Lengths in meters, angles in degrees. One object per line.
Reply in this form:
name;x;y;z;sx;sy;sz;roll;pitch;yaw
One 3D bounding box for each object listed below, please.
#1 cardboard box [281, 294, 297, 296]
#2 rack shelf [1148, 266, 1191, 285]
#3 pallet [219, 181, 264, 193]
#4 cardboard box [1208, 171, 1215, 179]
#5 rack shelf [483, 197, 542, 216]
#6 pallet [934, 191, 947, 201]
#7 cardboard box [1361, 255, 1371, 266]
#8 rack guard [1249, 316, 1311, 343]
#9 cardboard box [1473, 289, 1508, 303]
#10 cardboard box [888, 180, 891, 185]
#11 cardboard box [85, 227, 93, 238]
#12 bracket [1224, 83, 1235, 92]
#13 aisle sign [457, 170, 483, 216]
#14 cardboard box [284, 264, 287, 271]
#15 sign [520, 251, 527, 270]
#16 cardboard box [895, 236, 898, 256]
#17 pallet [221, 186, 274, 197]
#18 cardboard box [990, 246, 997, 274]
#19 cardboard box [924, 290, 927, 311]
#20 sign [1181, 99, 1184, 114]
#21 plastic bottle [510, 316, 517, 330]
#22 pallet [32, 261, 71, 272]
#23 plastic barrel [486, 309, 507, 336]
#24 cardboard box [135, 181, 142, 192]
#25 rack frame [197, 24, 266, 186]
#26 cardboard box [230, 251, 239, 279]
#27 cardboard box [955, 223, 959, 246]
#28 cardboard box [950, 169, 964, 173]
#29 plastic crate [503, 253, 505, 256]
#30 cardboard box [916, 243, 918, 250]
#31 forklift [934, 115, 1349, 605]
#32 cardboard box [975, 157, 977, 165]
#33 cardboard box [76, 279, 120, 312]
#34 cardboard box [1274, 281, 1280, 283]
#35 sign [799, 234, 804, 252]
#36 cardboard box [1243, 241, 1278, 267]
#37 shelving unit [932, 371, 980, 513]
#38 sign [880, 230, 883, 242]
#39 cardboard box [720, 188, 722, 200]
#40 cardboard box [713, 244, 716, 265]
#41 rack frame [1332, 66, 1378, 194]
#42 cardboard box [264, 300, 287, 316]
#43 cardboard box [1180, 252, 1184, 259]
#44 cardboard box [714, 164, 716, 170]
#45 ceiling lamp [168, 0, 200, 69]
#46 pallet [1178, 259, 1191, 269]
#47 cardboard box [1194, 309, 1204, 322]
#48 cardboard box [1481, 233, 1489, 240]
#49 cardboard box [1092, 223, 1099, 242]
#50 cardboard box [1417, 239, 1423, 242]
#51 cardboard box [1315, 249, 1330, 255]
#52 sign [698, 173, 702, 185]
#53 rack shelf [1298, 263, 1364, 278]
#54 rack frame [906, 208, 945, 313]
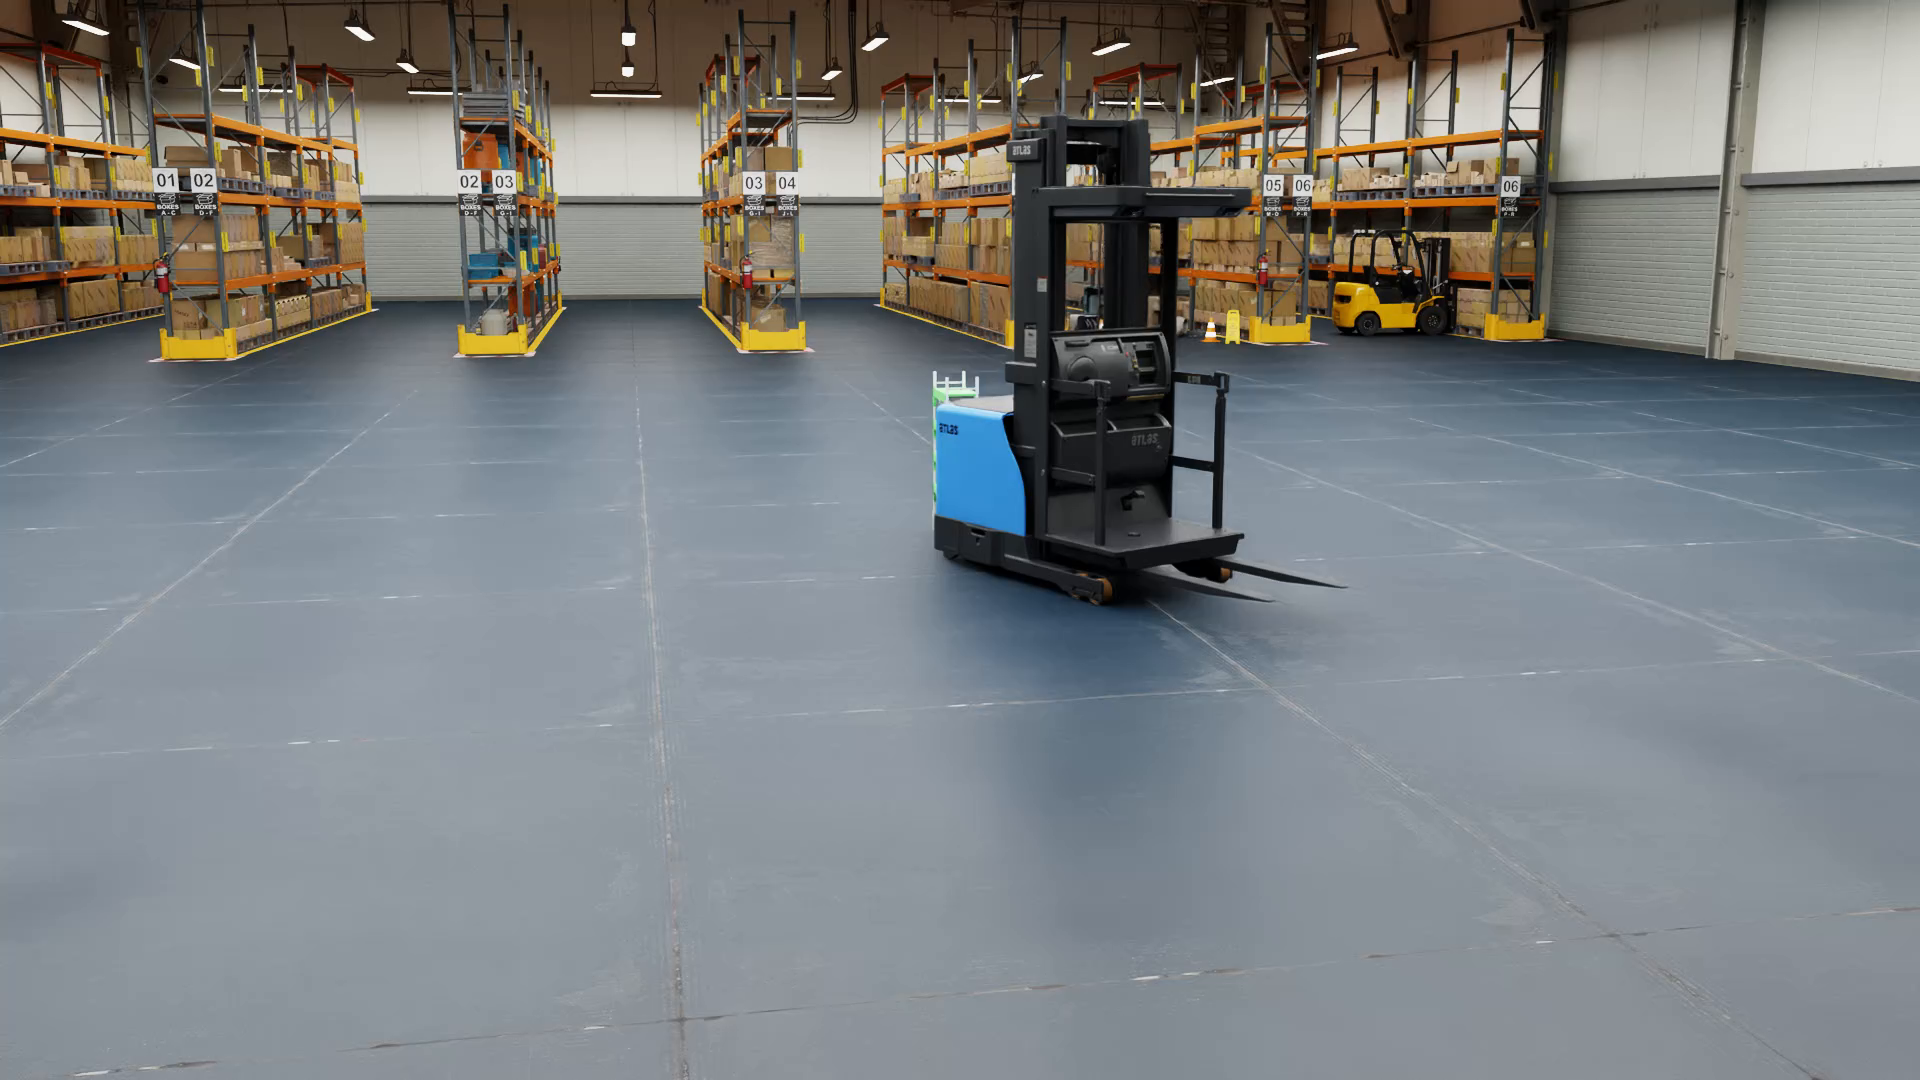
cardboard box;-15.120;-5.250;37.265;0.500;0.500;0.500;-2;11;-9
rack shelf;5.120;-6.098;38.138;1.077;0.370;4.000;-2;11;-11
pallet;-13.739;-6.640;31.272;1.003;0.211;1.213;-2;11;-11
cardboard box;5.396;-7.613;34.687;0.380;0.149;0.250;-2;11;-11
rack shelf;-9.459;-7.031;35.018;1.077;0.370;4.000;-2;11;-11
pallet;0.072;-7.885;38.082;1.213;0.211;1.003;-2;11;-8
cardboard box;9.745;-6.554;39.009;0.500;0.250;0.500;-2;11;-9
rack guard;6.272;-4.137;32.596;1.175;0.500;0.348;-2;11;-11
cardboard box;10.759;-4.952;33.750;0.500;0.250;0.500;-2;11;-9
cardboard box;-1.762;-9.716;45.199;0.380;0.149;0.250;-2;11;-10
cardboard box;-19.713;-6.867;37.133;0.500;0.250;0.500;-2;11;-12
bracket;8.135;-13.621;50.064;0.235;0.232;0.430;-2;11;-11
aisle sign;-8.570;-6.064;29.081;0.394;0.787;0.004;-2;11;-11
cardboard box;-14.405;-5.743;35.021;0.380;0.149;0.250;-1;11;-7
sign;-7.752;-4.966;29.525;0.100;0.325;0.005;-2;11;-11
cardboard box;-1.450;-7.814;44.165;0.500;0.500;0.500;-2;11;-11
pallet;-14.114;-6.906;32.946;0.805;0.209;1.217;-3;11;-13
cardboard box;1.076;-5.596;33.174;0.875;0.550;0.500;-2;11;-11
cardboard box;-0.587;-5.805;40.235;0.500;0.500;0.500;-2;11;-9
sign;5.261;-10.285;39.456;0.100;0.325;0.005;-2;11;-11
plastic bottle;-8.765;-4.270;32.715;0.152;0.276;0.135;-2;11;-11
pallet;-19.323;-5.697;34.617;1.213;0.211;1.003;-2;11;-11
plastic barrel;-8.593;-4.005;30.746;0.421;0.512;0.421;0;11;0
cardboard box;-20.511;-8.725;41.003;0.500;0.250;0.500;-2;11;-13
rack frame;-13.930;-8.312;31.800;1.000;3.000;0.127;-2;11;-11
cardboard box;-13.428;-4.954;29.935;0.700;0.500;0.500;-2;11;-11
cardboard box;0.274;-6.797;36.944;0.700;0.500;0.500;-2;11;-12
cardboard box;-0.102;-8.743;39.771;0.396;0.266;0.258;-2;11;-11
plastic crate;-9.590;-5.728;34.309;0.392;0.384;0.575;-2;11;-11
cardboard box;-0.849;-7.112;40.292;0.380;0.149;0.250;-2;11;-11
forklift;1.093;-1.148;10.389;1.130;2.935;3.031;-8;13;-35
cardboard box;0.510;-7.711;33.815;0.380;0.149;0.250;-2;11;-12
cardboard box;-20.090;-5.687;38.680;0.750;0.750;0.750;-2;11;-10
cardboard box;8.630;-6.955;44.542;0.380;0.149;0.250;-2;11;-8
sign;-2.902;-5.436;30.419;0.100;0.325;0.005;-2;11;-11
cardboard box;5.911;-5.636;32.723;0.500;0.500;0.500;-2;11;-12
shelving unit;-0.032;-0.620;12.244;0.258;1.200;0.503;-2;11;-11
sign;-2.193;-8.493;46.479;0.100;0.325;0.005;-2;11;-11
cardboard box;-5.049;-7.668;36.842;0.500;0.250;0.500;-2;11;-10
cardboard box;-5.728;-6.963;40.492;0.500;0.500;0.500;-2;11;-12
rack frame;9.599;-9.947;40.389;1.000;3.000;0.127;-2;11;-11
cardboard box;-13.858;-4.673;33.456;0.500;0.311;0.500;-2;11;-12
cardboard box;5.104;-6.301;36.829;0.380;0.149;0.250;-2;11;-13
cardboard box;-6.163;-9.701;43.457;0.500;0.250;0.500;-2;11;-13
ceiling lamp;-17.430;-12.415;37.745;0.800;3.185;2.000;-2;11;-11
pallet;5.503;-6.136;36.926;1.003;0.211;1.213;-2;11;-11
cardboard box;5.359;-4.822;35.742;0.500;0.250;0.500;-3;11;-14
cardboard box;10.800;-6.149;33.680;0.380;0.149;0.250;-2;11;-11
cardboard box;3.756;-8.001;43.271;0.500;0.500;0.500;-2;11;-10
cardboard box;10.233;-6.518;36.419;0.380;0.149;0.250;-2;11;-10
cardboard box;9.095;-7.189;41.494;0.380;0.149;0.250;-2;11;-10
sign;-7.091;-9.848;45.344;0.100;0.325;0.005;-2;11;-11
rack shelf;9.210;-7.013;42.945;1.077;0.370;4.000;-2;11;-11
rack frame;-0.883;-7.354;42.810;1.000;3.000;0.127;-2;11;-11
